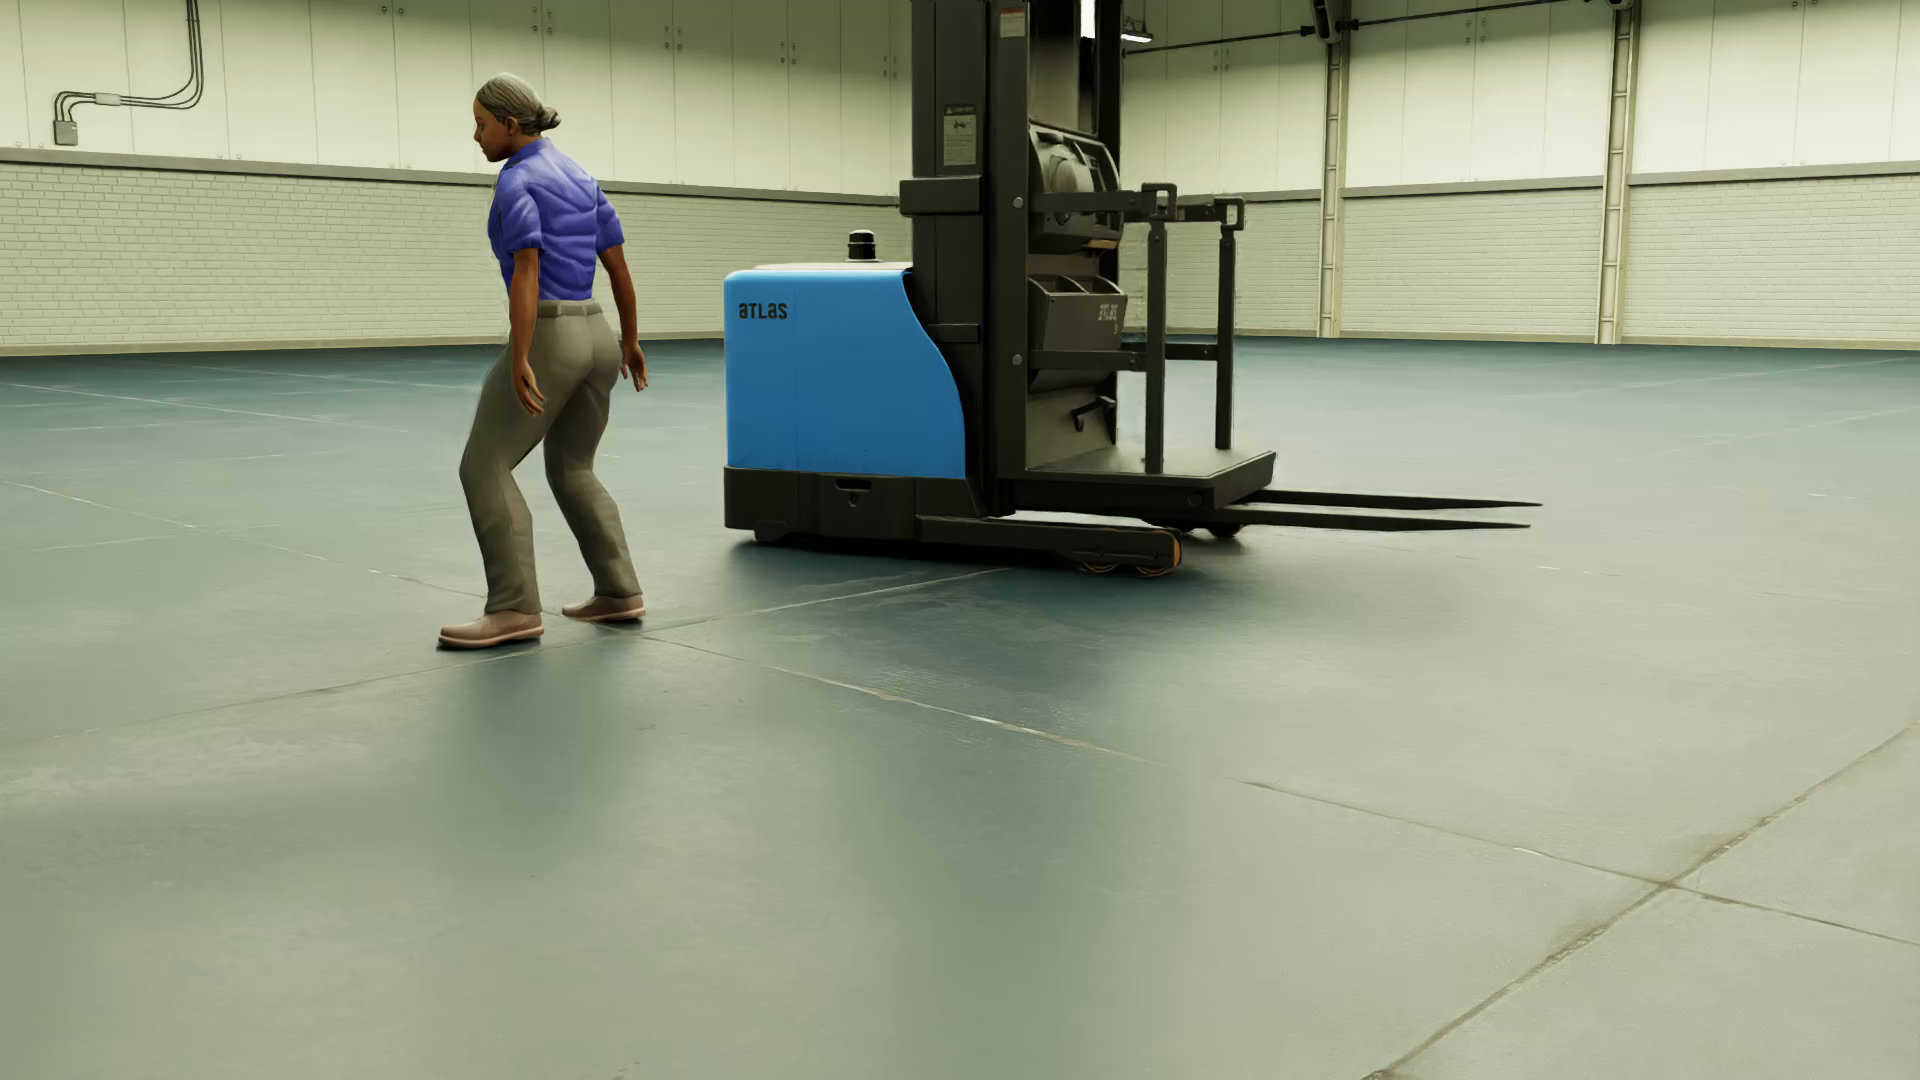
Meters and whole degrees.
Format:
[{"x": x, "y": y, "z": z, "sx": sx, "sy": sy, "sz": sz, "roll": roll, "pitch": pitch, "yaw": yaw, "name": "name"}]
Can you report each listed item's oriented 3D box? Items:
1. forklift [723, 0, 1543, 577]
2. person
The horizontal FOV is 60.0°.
[{"x": 0.630, "y": -1.410, "z": 6.236, "sx": 3.031, "sy": 2.935, "sz": 1.130, "roll": 4, "pitch": 9, "yaw": 23, "name": "forklift"}, {"x": -1.195, "y": -0.531, "z": 4.874, "sx": 0.393, "sy": 1.626, "sz": 0.794, "roll": 3, "pitch": 9, "yaw": 18, "name": "person"}]
